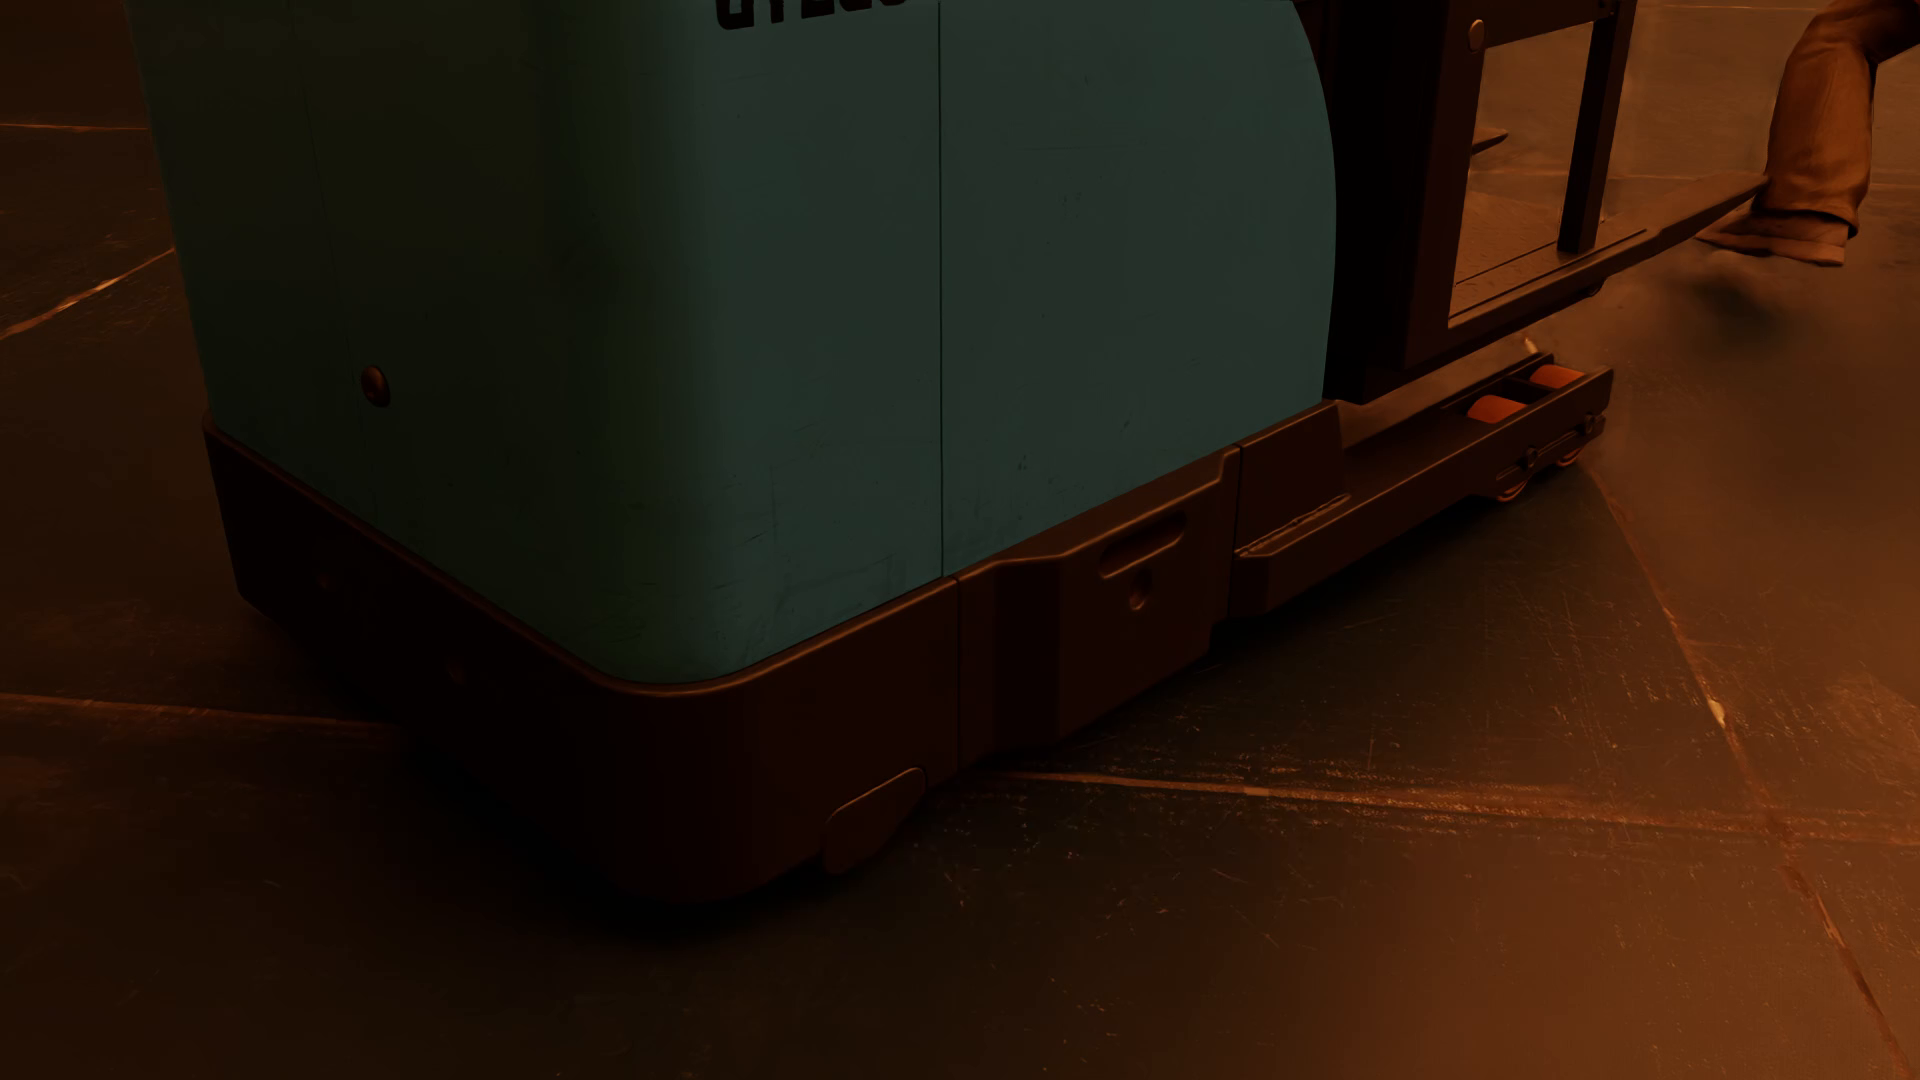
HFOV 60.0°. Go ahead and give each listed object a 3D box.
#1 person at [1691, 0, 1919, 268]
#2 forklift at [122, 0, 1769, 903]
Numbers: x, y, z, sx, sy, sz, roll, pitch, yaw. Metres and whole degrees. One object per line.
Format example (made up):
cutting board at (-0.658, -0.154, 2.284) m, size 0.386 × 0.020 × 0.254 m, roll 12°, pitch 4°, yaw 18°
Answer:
person at (2.222, -1.343, 3.589) m, size 1.293 × 1.467 × 0.807 m, roll -5°, pitch 27°, yaw -10°
forklift at (0.427, -1.515, 2.255) m, size 1.130 × 2.935 × 3.031 m, roll 24°, pitch 35°, yaw 39°
